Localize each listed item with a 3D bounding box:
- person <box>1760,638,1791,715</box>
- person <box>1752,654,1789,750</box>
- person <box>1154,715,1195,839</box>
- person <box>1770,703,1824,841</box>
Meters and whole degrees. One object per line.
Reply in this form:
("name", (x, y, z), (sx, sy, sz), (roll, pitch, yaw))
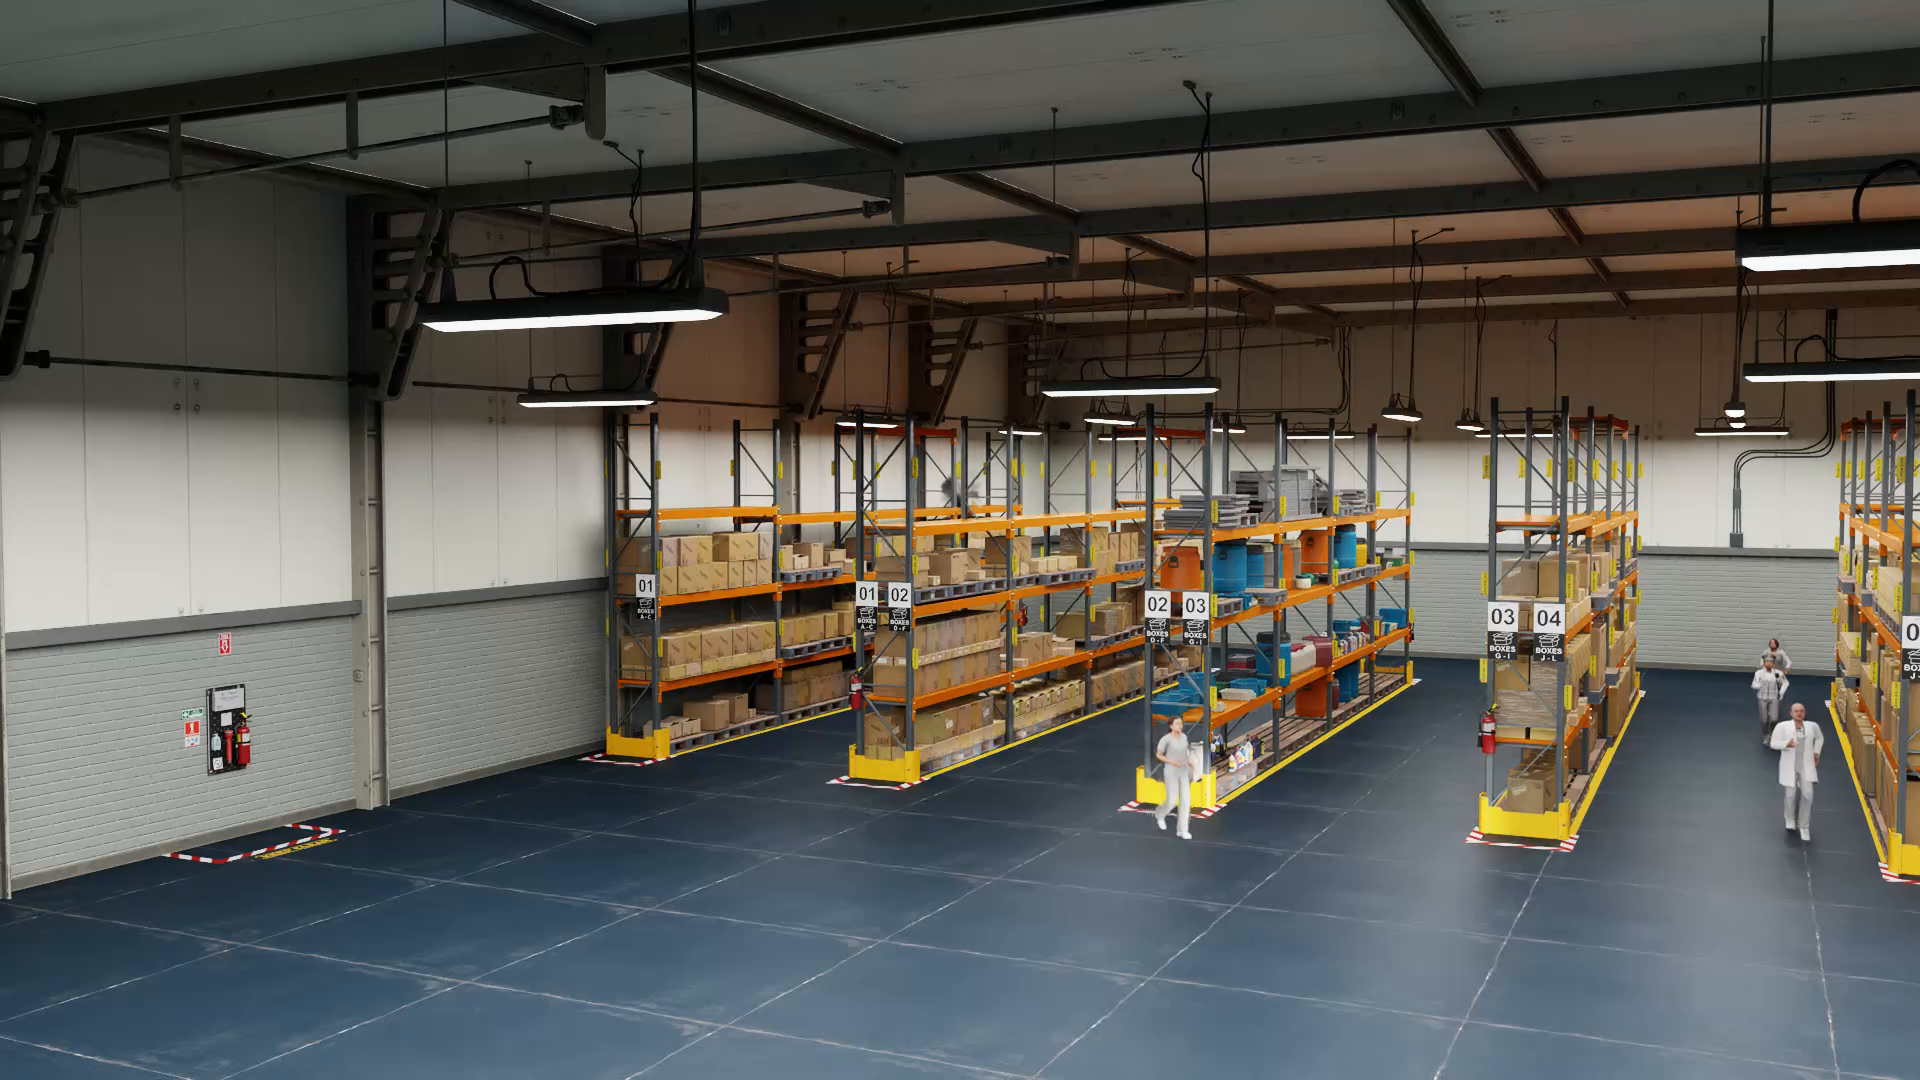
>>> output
("person", (16.702, 2.798, 34.078), (0.567, 1.577, 0.613), (1, 3, 31))
("person", (14.544, 2.906, 29.879), (0.592, 1.728, 0.657), (1, 3, 29))
("person", (2.941, 3.212, 22.745), (0.589, 1.653, 0.785), (-1, 3, -26))
("person", (11.458, 3.159, 22.753), (0.687, 1.832, 0.811), (1, 3, 21))
